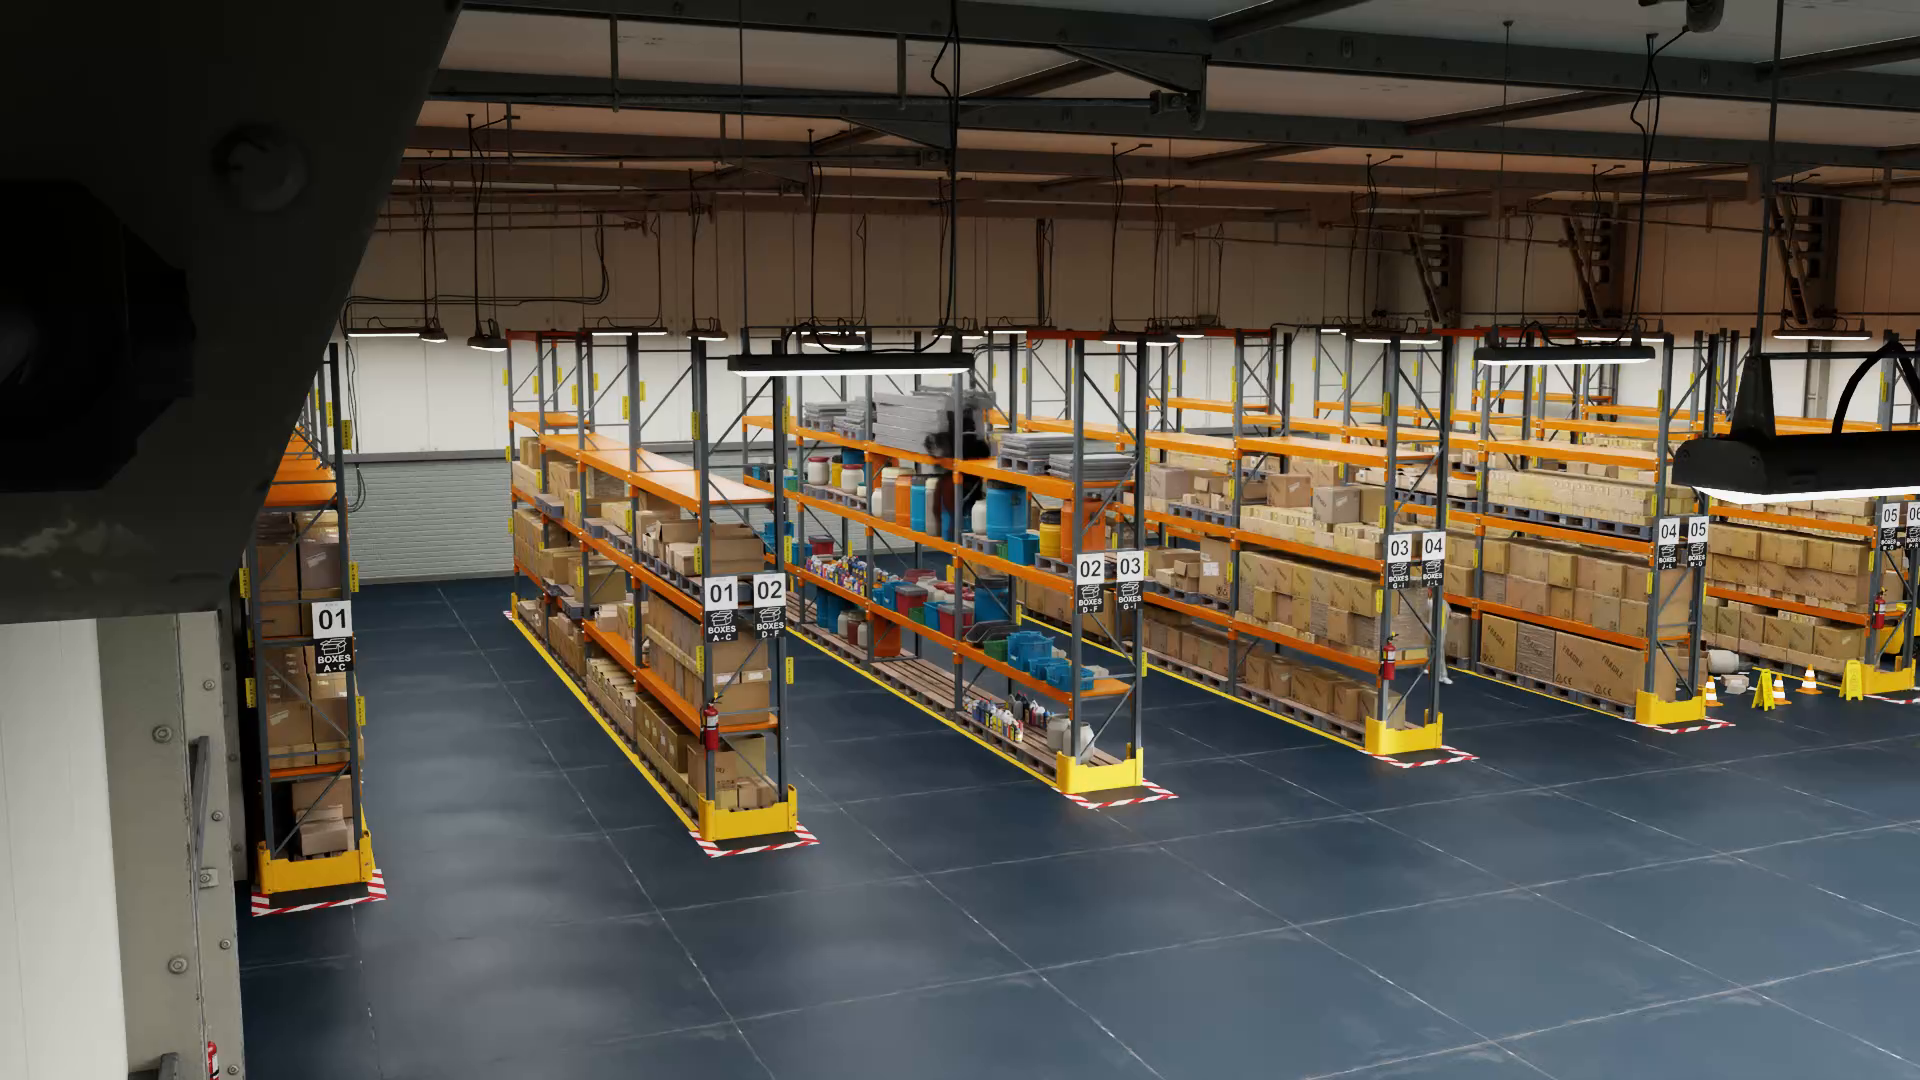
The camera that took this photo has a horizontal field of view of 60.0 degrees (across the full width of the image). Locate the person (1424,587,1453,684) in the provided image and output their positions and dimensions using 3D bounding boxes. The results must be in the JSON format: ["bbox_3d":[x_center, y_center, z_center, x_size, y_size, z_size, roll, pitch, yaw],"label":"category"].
[{"bbox_3d":[8.225,1.584,28.691,0.564,1.655,0.969,-4,9,-25],"label":"person"}]

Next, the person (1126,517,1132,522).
[{"bbox_3d":[3.882,0.281,38.439,0.641,1.656,0.650,-3,8,-19],"label":"person"}]
